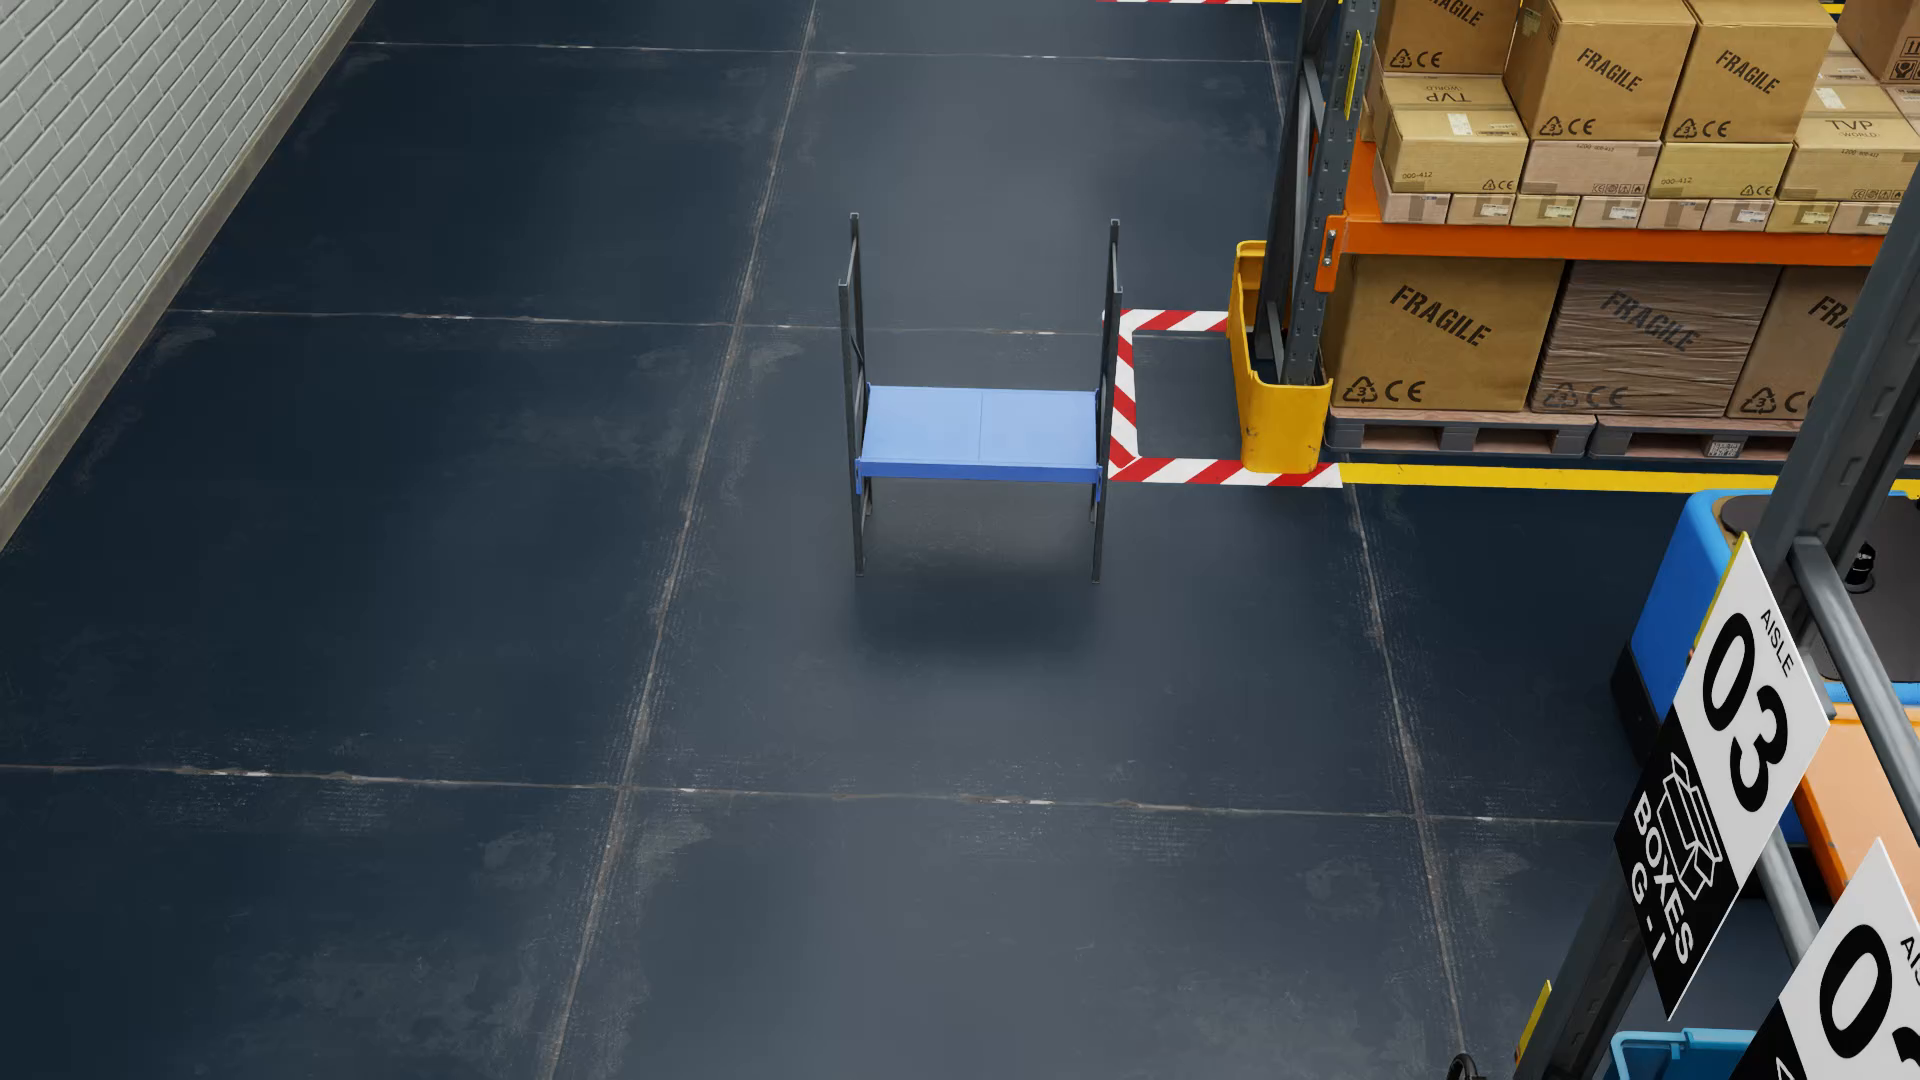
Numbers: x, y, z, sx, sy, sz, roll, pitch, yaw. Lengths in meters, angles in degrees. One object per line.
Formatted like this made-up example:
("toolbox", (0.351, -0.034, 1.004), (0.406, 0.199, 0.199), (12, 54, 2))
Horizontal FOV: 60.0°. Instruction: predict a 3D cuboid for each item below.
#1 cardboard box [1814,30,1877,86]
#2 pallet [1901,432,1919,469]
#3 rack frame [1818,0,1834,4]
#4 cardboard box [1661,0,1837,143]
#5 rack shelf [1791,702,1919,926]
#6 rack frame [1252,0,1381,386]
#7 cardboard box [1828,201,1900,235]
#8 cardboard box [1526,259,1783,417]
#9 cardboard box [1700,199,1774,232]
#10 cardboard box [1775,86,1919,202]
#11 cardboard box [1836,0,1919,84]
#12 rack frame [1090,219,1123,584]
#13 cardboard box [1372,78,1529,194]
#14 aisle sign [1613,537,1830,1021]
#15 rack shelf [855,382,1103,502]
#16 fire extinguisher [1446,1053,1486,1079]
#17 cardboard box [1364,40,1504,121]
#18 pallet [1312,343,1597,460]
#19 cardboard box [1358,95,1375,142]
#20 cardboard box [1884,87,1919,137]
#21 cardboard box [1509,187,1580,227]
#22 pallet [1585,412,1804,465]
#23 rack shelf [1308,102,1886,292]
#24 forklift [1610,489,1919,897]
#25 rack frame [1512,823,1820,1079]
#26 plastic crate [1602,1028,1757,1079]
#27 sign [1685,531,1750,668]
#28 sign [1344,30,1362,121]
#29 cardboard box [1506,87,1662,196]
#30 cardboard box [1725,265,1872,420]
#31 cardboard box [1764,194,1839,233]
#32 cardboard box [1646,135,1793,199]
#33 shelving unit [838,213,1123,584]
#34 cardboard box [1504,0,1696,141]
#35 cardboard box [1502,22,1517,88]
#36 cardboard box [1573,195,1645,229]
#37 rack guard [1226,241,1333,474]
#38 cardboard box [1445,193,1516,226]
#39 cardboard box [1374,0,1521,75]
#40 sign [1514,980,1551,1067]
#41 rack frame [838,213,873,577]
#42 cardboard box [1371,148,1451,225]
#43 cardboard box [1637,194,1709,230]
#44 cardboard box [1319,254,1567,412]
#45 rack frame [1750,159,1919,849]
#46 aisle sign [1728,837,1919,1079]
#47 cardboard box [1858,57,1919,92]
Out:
("cardboard box", (3.560, -1.977, 7.149), (0.500, 0.250, 0.500), (2, 43, 2))
("pallet", (4.768, -0.736, 7.970), (1.213, 0.211, 1.003), (2, 43, 2))
("rack frame", (5.848, -5.054, 10.560), (0.127, 3.000, 1.000), (2, 43, 2))
("cardboard box", (3.013, -1.905, 6.521), (0.500, 0.500, 0.500), (1, 43, 1))
("rack shelf", (3.303, 0.798, 2.606), (4.000, 0.370, 1.077), (2, 43, 2))
("rack frame", (1.528, -1.802, 7.069), (0.127, 3.000, 1.000), (2, 43, 2))
("cardboard box", (3.666, -1.421, 6.845), (0.250, 0.149, 0.380), (2, 43, 3))
("cardboard box", (3.080, -1.185, 7.658), (0.875, 0.875, 0.875), (2, 43, 2))
("cardboard box", (3.152, -1.437, 6.861), (0.250, 0.149, 0.380), (1, 43, 1))
("cardboard box", (3.538, -1.616, 6.761), (0.500, 0.250, 0.500), (1, 43, 1))
("cardboard box", (4.045, -2.230, 6.870), (0.500, 0.500, 0.500), (1, 43, 1))
("rack frame", (0.593, -0.531, 6.805), (0.032, 1.500, 0.500), (2, 43, 2))
("cardboard box", (1.995, -1.657, 6.806), (0.500, 0.250, 0.500), (1, 43, 1))
("aisle sign", (1.246, 0.418, 2.779), (0.004, 0.787, 0.394), (2, 43, 2))
("rack shelf", (0.085, -0.415, 6.944), (1.000, 0.185, 0.538), (2, 43, 2))
("fire extinguisher", (1.175, 1.421, 3.939), (0.183, 0.674, 0.296), (2, 43, 2))
("cardboard box", (2.024, -2.022, 7.197), (0.500, 0.250, 0.500), (1, 43, 1))
("pallet", (2.330, -0.810, 8.051), (1.213, 0.211, 1.003), (2, 43, 2))
("cardboard box", (1.899, -1.923, 7.384), (0.250, 0.149, 0.380), (3, 43, 3))
("cardboard box", (4.044, -1.598, 6.742), (0.500, 0.250, 0.500), (3, 43, 3))
("cardboard box", (2.380, -1.460, 6.886), (0.250, 0.149, 0.380), (1, 43, 1))
("pallet", (3.546, -0.771, 8.008), (1.213, 0.211, 1.003), (2, 43, 2))
("rack shelf", (3.526, -1.477, 7.248), (4.000, 0.370, 1.077), (2, 43, 2))
("forklift", (4.094, -0.135, 5.330), (3.031, 2.935, 1.130), (0, 43, 0))
("rack frame", (1.305, 1.571, 3.449), (0.127, 3.000, 1.000), (2, 43, 2))
("plastic crate", (1.648, 1.419, 3.542), (0.499, 0.435, 0.616), (2, 43, 2))
("sign", (1.313, 0.136, 2.865), (0.005, 0.325, 0.100), (2, 43, 2))
("sign", (1.497, -1.770, 6.342), (0.005, 0.325, 0.100), (2, 43, 2))
("cardboard box", (2.515, -1.646, 6.793), (0.500, 0.250, 0.500), (1, 43, 1))
("cardboard box", (3.969, -1.158, 7.628), (0.875, 0.875, 0.875), (2, 43, 2))
("cardboard box", (3.404, -1.428, 6.852), (0.250, 0.149, 0.380), (1, 43, 1))
("cardboard box", (3.017, -1.628, 6.774), (0.500, 0.250, 0.500), (0, 43, 0))
("shelving unit", (0.085, -0.546, 6.821), (1.048, 1.500, 0.538), (2, 43, 2))
("cardboard box", (2.495, -1.916, 6.534), (0.500, 0.500, 0.500), (1, 43, 1))
("cardboard box", (2.531, -2.006, 7.180), (0.500, 0.250, 0.500), (1, 43, 1))
("cardboard box", (2.640, -1.453, 6.879), (0.250, 0.149, 0.380), (1, 43, 1))
("rack guard", (1.504, -0.888, 7.922), (0.348, 0.500, 1.175), (2, 43, 2))
("cardboard box", (2.124, -1.468, 6.894), (0.250, 0.149, 0.380), (1, 43, 1))
("cardboard box", (2.026, -2.294, 6.939), (0.500, 0.500, 0.500), (2, 43, 2))
("sign", (1.313, 1.136, 3.796), (0.005, 0.325, 0.100), (2, 43, 2))
("rack frame", (-0.423, -0.562, 6.838), (0.032, 1.500, 0.500), (2, 43, 2))
("cardboard box", (1.868, -1.475, 6.902), (0.250, 0.149, 0.380), (2, 43, 2))
("cardboard box", (2.894, -1.444, 6.869), (0.250, 0.149, 0.380), (1, 43, 1))
("cardboard box", (2.171, -1.213, 7.688), (0.875, 0.875, 0.875), (2, 43, 2))
("rack frame", (1.305, -0.624, 1.404), (0.127, 3.000, 1.000), (2, 43, 2))
("aisle sign", (1.220, 0.819, 2.348), (0.004, 0.787, 0.394), (2, 43, 2))
("cardboard box", (4.052, -1.957, 7.127), (0.500, 0.250, 0.500), (3, 43, 3))
